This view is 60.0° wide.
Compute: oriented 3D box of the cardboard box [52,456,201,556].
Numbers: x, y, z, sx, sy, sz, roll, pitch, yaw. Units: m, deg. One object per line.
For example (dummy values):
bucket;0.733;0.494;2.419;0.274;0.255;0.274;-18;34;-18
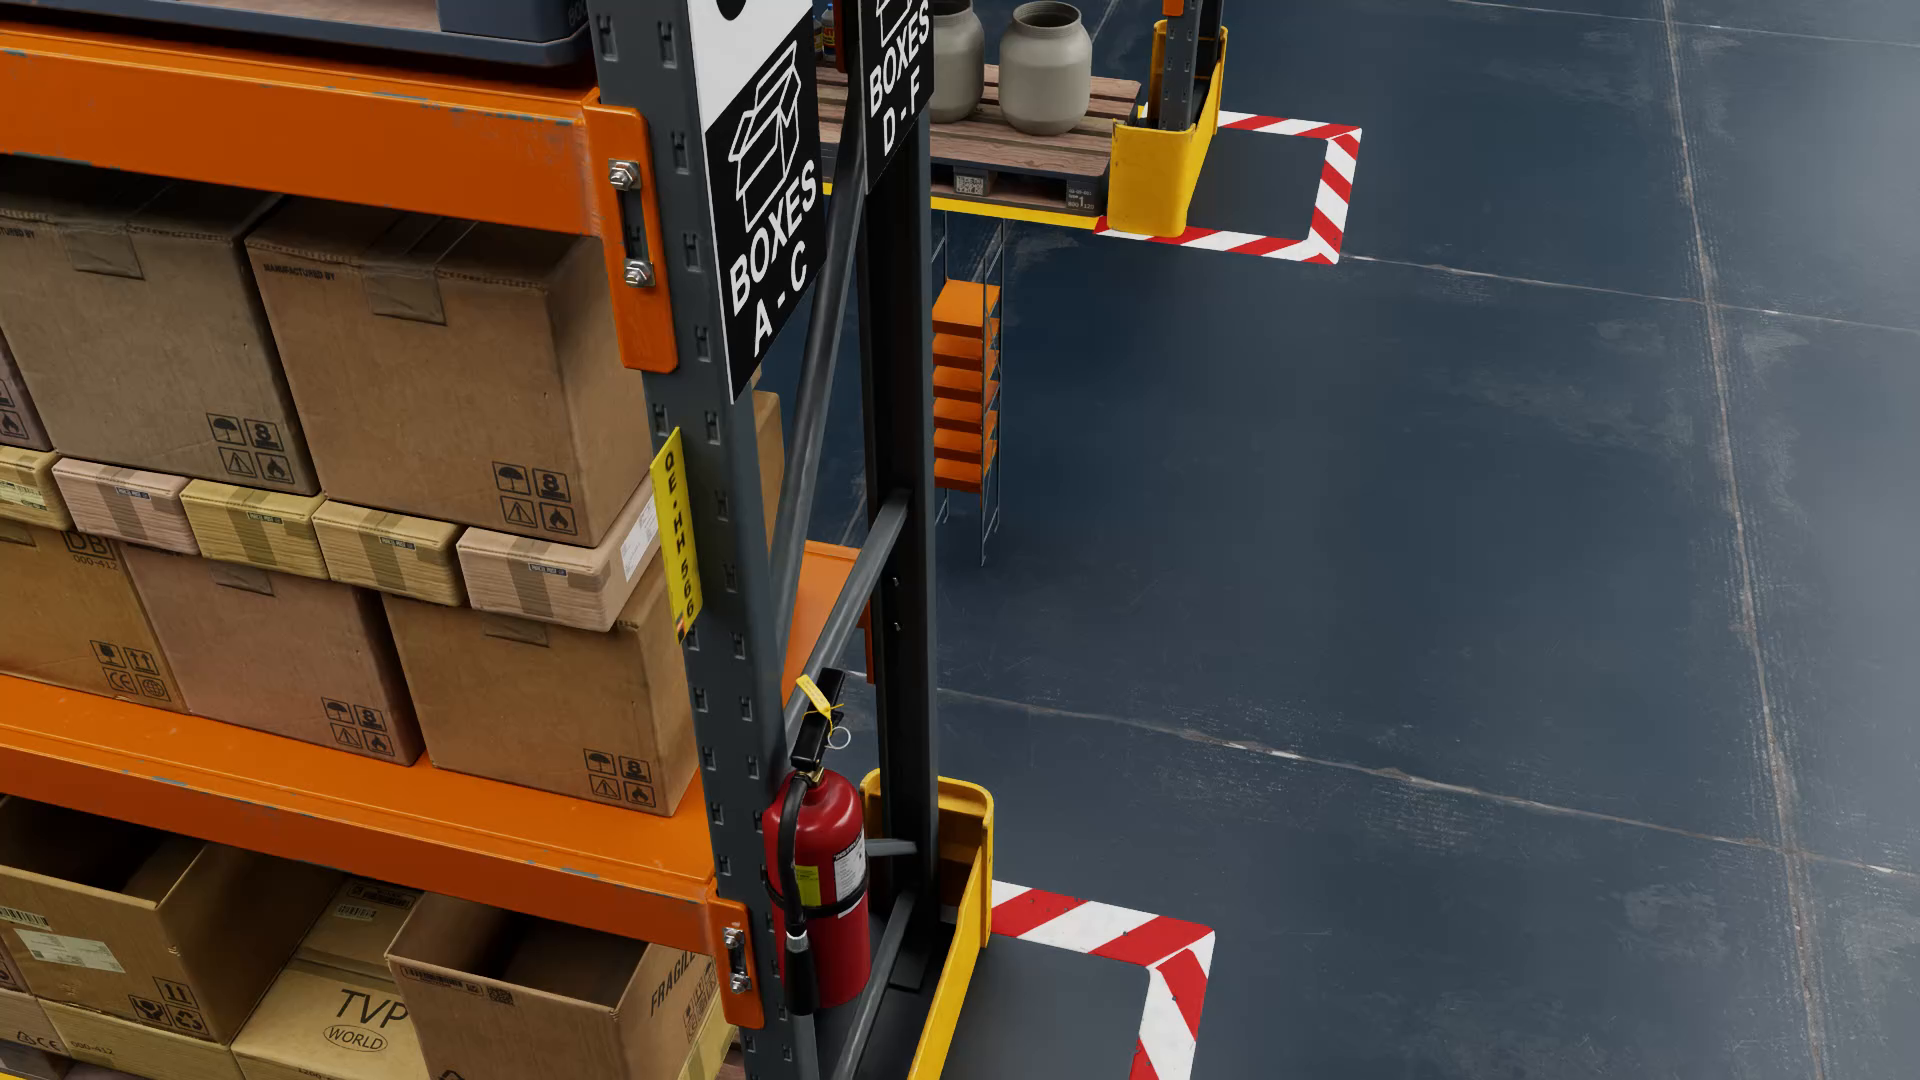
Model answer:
cardboard box;-1.402;-0.163;3.030;0.250;0.149;0.380;10;41;12

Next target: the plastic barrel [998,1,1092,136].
plastic barrel;0.387;-2.150;7.586;0.421;0.512;0.421;0;40;0

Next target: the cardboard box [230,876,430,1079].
cardboard box;-1.322;1.108;3.910;0.500;0.250;0.500;10;41;11

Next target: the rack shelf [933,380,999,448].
rack shelf;0.014;-0.423;5.390;0.180;0.103;0.258;10;41;11

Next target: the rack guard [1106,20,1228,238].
rack guard;0.957;-1.906;7.631;0.348;0.500;1.175;10;41;11

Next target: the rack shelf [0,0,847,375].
rack shelf;-2.173;-1.009;2.846;4.000;0.370;1.077;10;41;11

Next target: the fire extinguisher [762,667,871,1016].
fire extinguisher;-0.247;0.535;2.841;0.183;0.674;0.296;10;41;11

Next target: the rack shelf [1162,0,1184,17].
rack shelf;-0.889;-2.937;7.474;4.000;0.370;1.077;10;41;11

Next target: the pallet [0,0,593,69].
pallet;-0.918;-1.052;2.406;1.213;0.211;1.003;10;41;11

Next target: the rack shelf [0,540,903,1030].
rack shelf;-2.173;0.140;3.811;4.000;0.370;1.077;10;41;11

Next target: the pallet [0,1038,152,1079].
pallet;-2.166;0.959;4.444;1.213;0.211;1.003;10;41;11

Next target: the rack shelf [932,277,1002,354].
rack shelf;0.014;-0.699;5.158;0.180;0.103;0.258;10;41;11

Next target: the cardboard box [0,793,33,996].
cardboard box;-2.289;0.656;3.864;0.500;0.500;0.500;10;41;11

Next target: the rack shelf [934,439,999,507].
rack shelf;0.014;-0.239;5.544;0.180;0.103;0.258;10;41;11

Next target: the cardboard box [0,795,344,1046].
cardboard box;-1.806;0.740;3.765;0.500;0.500;0.500;10;41;11

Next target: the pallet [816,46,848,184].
pallet;-1.001;-2.138;8.132;1.213;0.211;1.003;10;41;11

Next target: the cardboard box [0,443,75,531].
cardboard box;-1.656;-0.207;3.082;0.250;0.149;0.380;11;41;13

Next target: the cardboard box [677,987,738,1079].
cardboard box;-0.836;1.183;3.820;0.500;0.250;0.500;10;41;11

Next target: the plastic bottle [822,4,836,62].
plastic bottle;-0.628;-2.499;8.172;0.097;0.271;0.097;0;40;0

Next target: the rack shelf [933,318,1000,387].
rack shelf;0.014;-0.607;5.236;0.180;0.103;0.258;10;41;11

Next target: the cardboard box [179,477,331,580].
cardboard box;-1.160;-0.120;2.979;0.250;0.149;0.380;9;41;11

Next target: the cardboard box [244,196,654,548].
cardboard box;-0.740;-0.433;2.846;0.500;0.500;0.700;10;41;12

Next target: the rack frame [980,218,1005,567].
rack frame;0.102;-0.442;5.343;0.006;1.200;0.240;10;41;11

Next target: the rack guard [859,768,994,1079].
rack guard;-0.218;1.158;3.983;0.348;0.500;1.175;10;41;11

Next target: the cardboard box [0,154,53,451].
cardboard box;-1.737;-0.600;3.046;0.500;0.500;0.700;10;41;12

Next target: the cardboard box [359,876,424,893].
cardboard box;-1.186;0.781;4.300;0.500;0.250;0.500;10;41;11

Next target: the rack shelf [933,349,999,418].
rack shelf;0.014;-0.515;5.313;0.180;0.103;0.258;10;41;11

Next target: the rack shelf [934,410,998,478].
rack shelf;0.014;-0.331;5.467;0.180;0.103;0.258;10;41;11

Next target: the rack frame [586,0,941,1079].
rack frame;-0.241;0.197;3.183;0.127;3.000;1.000;10;41;11

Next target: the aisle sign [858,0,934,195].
aisle sign;-0.099;-0.978;2.561;0.004;0.787;0.394;10;41;11

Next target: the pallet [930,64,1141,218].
pallet;0.174;-1.934;7.889;1.213;0.211;1.003;10;41;11

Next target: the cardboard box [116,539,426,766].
cardboard box;-1.198;-0.011;3.353;0.500;0.500;0.700;11;41;13

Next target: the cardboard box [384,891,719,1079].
cardboard box;-0.836;0.897;3.577;0.500;0.500;0.500;10;41;11

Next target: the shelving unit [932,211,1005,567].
shelving unit;0.014;-0.457;5.361;0.189;1.200;0.258;10;41;11

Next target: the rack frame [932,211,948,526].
rack frame;-0.074;-0.472;5.379;0.006;1.200;0.240;10;41;11

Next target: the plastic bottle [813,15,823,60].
plastic bottle;-0.728;-2.489;8.215;0.097;0.201;0.097;0;40;0

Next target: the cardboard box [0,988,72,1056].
cardboard box;-2.288;0.941;4.108;0.500;0.250;0.500;10;41;11

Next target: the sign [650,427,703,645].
sign;-0.395;-0.003;2.336;0.005;0.325;0.100;10;41;11

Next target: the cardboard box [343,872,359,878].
cardboard box;-1.669;0.697;4.399;0.500;0.250;0.500;10;41;11

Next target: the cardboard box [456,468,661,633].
cardboard box;-0.660;-0.035;2.877;0.250;0.149;0.380;9;41;11

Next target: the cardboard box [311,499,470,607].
cardboard box;-0.913;-0.078;2.928;0.250;0.149;0.380;11;41;13

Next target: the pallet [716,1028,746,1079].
pallet;-0.991;1.163;4.201;1.213;0.211;1.003;10;41;11

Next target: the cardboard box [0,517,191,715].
cardboard box;-1.676;-0.098;3.456;0.500;0.500;0.700;10;41;12

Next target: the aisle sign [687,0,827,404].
aisle sign;-0.254;-0.605;2.117;0.004;0.787;0.394;10;41;11

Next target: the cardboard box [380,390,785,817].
cardboard box;-0.689;0.073;3.253;0.500;0.500;0.700;10;41;11

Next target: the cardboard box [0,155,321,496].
cardboard box;-1.250;-0.517;2.946;0.500;0.500;0.700;9;41;10

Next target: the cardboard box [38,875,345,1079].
cardboard box;-1.805;1.026;4.008;0.500;0.250;0.500;10;41;11

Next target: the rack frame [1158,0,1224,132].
rack frame;1.043;-2.880;6.847;0.127;3.000;1.000;10;41;11

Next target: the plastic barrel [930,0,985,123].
plastic barrel;-0.097;-2.233;7.685;0.421;0.512;0.421;0;40;0

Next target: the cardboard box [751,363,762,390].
cardboard box;-0.565;-0.289;3.180;0.250;0.149;0.380;9;41;11
